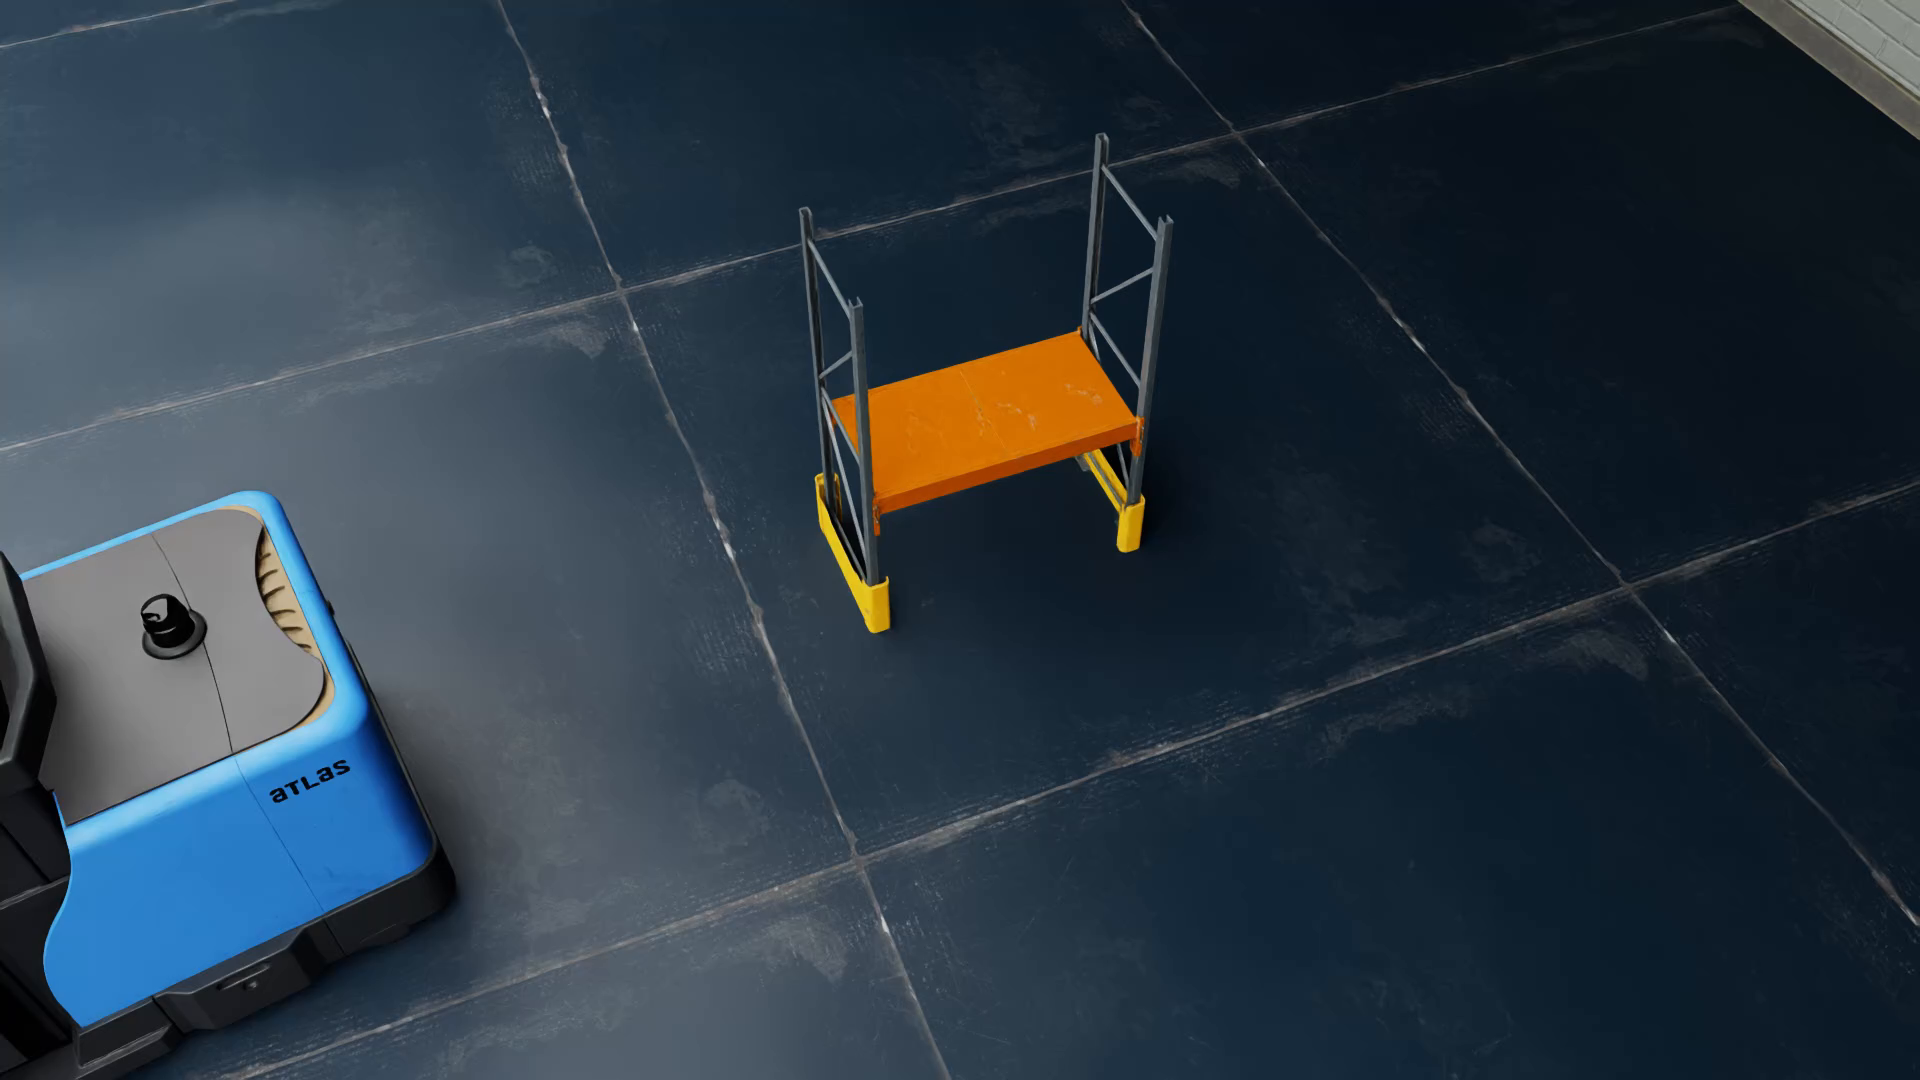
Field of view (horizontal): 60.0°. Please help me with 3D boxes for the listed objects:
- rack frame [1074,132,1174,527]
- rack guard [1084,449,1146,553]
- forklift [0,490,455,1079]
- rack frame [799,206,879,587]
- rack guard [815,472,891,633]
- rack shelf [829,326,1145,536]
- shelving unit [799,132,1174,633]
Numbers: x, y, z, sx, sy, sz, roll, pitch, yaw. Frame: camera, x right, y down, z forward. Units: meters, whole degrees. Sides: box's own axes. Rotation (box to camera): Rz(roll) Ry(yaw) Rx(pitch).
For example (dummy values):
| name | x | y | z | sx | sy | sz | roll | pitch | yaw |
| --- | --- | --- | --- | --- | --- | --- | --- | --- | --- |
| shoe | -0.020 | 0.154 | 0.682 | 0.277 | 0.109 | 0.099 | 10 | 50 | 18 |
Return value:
| name | x | y | z | sx | sy | sz | roll | pitch | yaw |
| --- | --- | --- | --- | --- | --- | --- | --- | --- | --- |
| rack frame | 0.550 | -0.659 | 5.827 | 0.032 | 1.500 | 0.500 | -17 | 52 | -14 |
| rack guard | 0.532 | -0.246 | 6.297 | 0.087 | 0.250 | 0.587 | -17 | 52 | -14 |
| forklift | -3.114 | 0.461 | 3.922 | 3.031 | 2.935 | 1.130 | -24 | 54 | -20 |
| rack frame | -0.392 | -0.367 | 5.577 | 0.032 | 1.500 | 0.500 | -17 | 52 | -14 |
| rack guard | -0.390 | 0.040 | 6.051 | 0.087 | 0.250 | 0.587 | -17 | 52 | -14 |
| rack shelf | 0.079 | -0.396 | 5.838 | 1.000 | 0.185 | 0.538 | -17 | 52 | -14 |
| shelving unit | 0.071 | -0.510 | 5.700 | 1.083 | 1.500 | 0.587 | -17 | 52 | -14 |
